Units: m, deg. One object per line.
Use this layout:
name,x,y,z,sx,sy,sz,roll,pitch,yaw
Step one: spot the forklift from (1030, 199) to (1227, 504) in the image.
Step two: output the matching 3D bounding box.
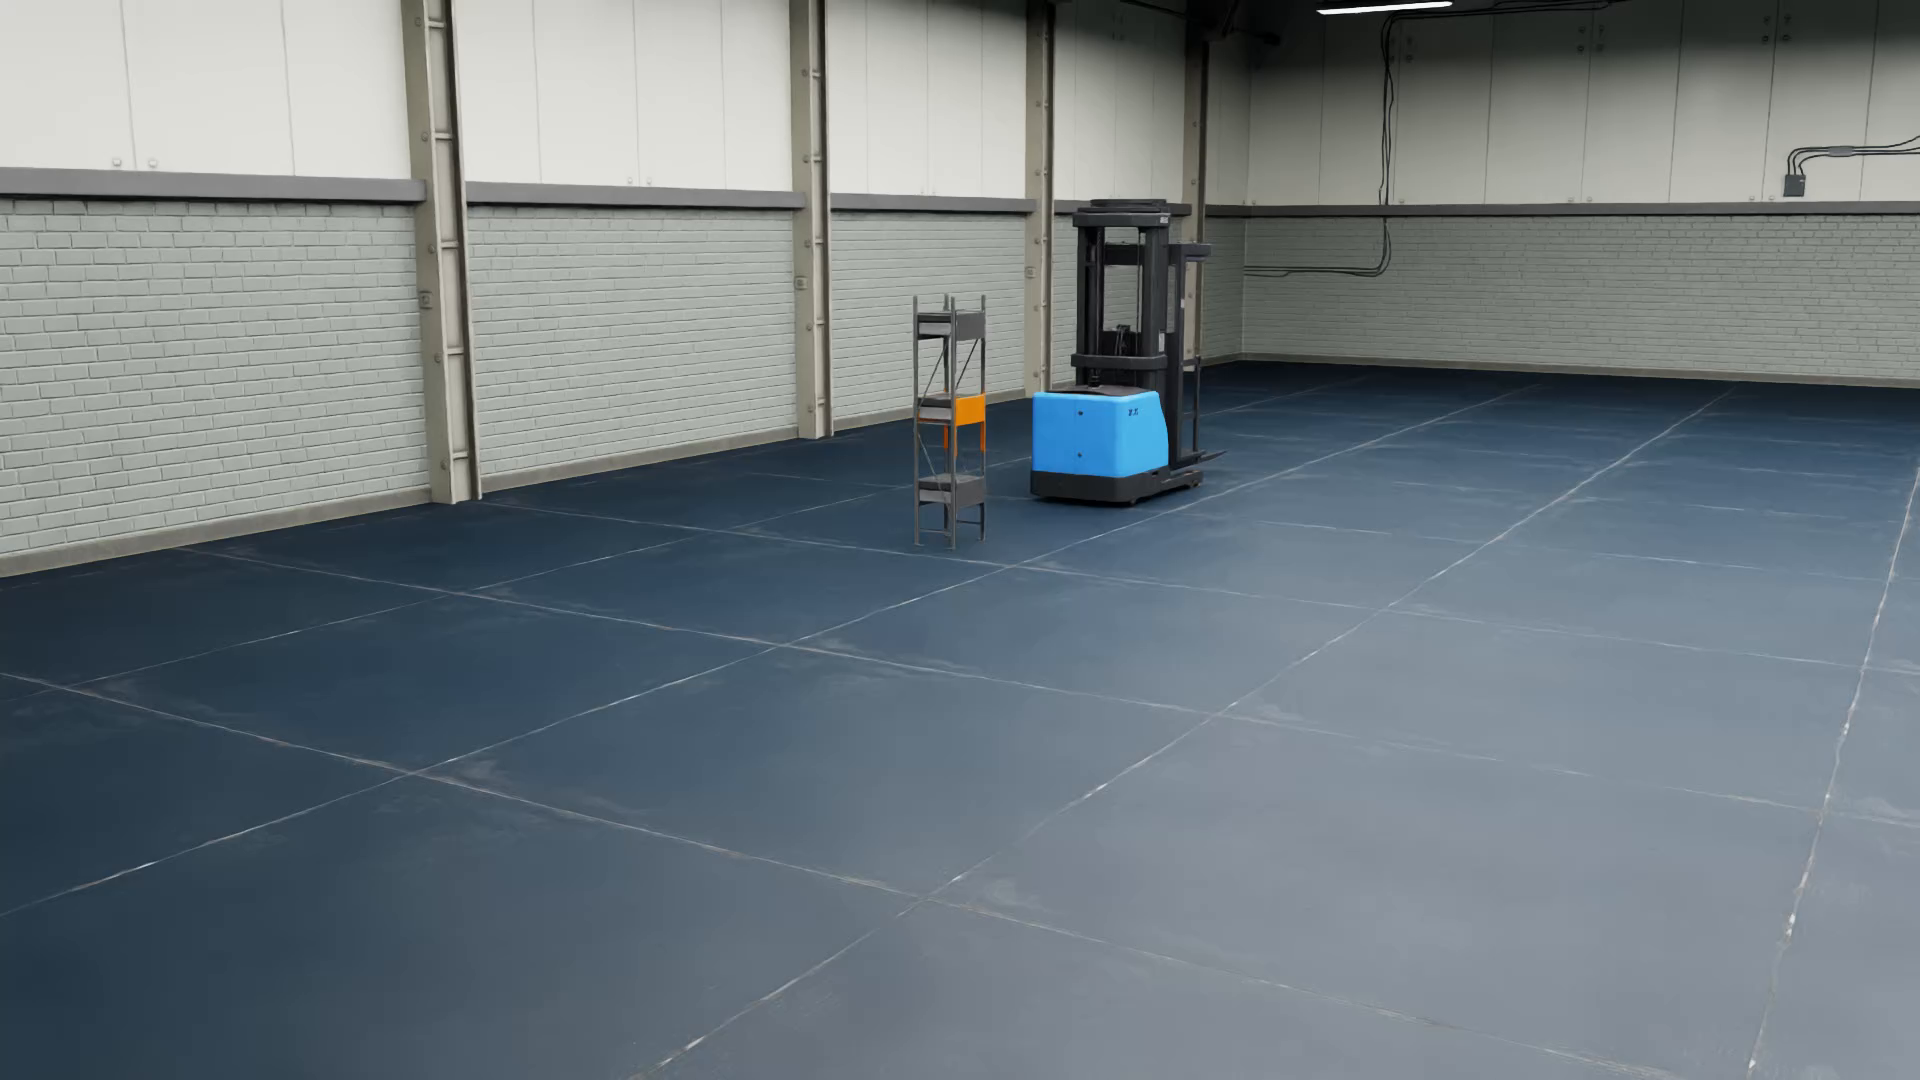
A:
forklift,1.891,-2.011,17.145,1.130,2.935,3.031,6,12,31

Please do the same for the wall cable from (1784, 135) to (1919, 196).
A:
wall cable,15.123,-8.747,27.394,2.305,6.003,0.169,6,12,31

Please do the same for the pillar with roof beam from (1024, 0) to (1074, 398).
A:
pillar with roof beam,4.922,-6.293,23.528,9.100,9.000,0.548,6,12,31

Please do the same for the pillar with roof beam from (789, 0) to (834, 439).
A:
pillar with roof beam,1.807,-5.349,18.487,9.100,9.000,0.400,6,12,31

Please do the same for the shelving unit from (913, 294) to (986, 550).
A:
shelving unit,-0.086,-1.006,14.036,0.431,2.100,0.503,6,12,31

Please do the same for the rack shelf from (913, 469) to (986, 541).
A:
rack shelf,-0.086,-0.305,14.168,0.431,0.518,0.480,6,12,31

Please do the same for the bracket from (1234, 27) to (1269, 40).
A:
bracket,5.800,-9.728,32.096,0.076,0.066,3.189,6,12,31

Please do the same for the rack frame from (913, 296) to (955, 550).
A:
rack frame,-0.213,-0.968,13.831,0.400,2.100,0.015,6,12,31

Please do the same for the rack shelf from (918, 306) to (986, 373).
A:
rack shelf,-0.086,-1.681,13.910,0.431,0.518,0.480,6,12,31

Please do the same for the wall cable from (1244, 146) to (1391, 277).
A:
wall cable,7.017,-6.458,32.851,3.097,2.526,0.112,6,12,31

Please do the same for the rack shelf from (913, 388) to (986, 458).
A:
rack shelf,-0.086,-0.993,14.039,0.431,0.518,0.480,6,12,31

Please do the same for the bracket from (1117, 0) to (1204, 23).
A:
bracket,3.108,-8.913,27.739,0.076,0.066,4.783,6,12,31

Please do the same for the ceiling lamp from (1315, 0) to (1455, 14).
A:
ceiling lamp,6.411,-9.455,24.558,2.000,3.185,0.800,6,12,31

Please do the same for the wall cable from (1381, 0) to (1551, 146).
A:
wall cable,9.329,-8.682,31.005,3.097,2.526,0.112,6,12,31

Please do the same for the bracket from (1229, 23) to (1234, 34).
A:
bracket,4.876,-9.448,30.601,0.235,0.232,0.430,6,12,31

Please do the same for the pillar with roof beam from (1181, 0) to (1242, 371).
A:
pillar with roof beam,8.037,-7.236,28.568,9.100,9.000,0.548,6,12,31

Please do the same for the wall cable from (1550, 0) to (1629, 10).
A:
wall cable,11.974,-10.622,29.008,3.097,2.526,0.112,6,12,31

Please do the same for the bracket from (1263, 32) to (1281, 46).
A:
bracket,6.107,-9.821,32.592,0.235,0.232,0.430,6,12,31

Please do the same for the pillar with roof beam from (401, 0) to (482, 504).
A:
pillar with roof beam,-1.308,-4.406,13.447,9.100,9.000,0.400,6,12,31

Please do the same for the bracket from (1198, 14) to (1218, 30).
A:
bracket,4.445,-9.318,29.904,0.235,0.232,0.430,6,12,31

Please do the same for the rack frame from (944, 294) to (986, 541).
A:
rack frame,0.041,-1.044,14.241,0.400,2.100,0.015,6,12,31
